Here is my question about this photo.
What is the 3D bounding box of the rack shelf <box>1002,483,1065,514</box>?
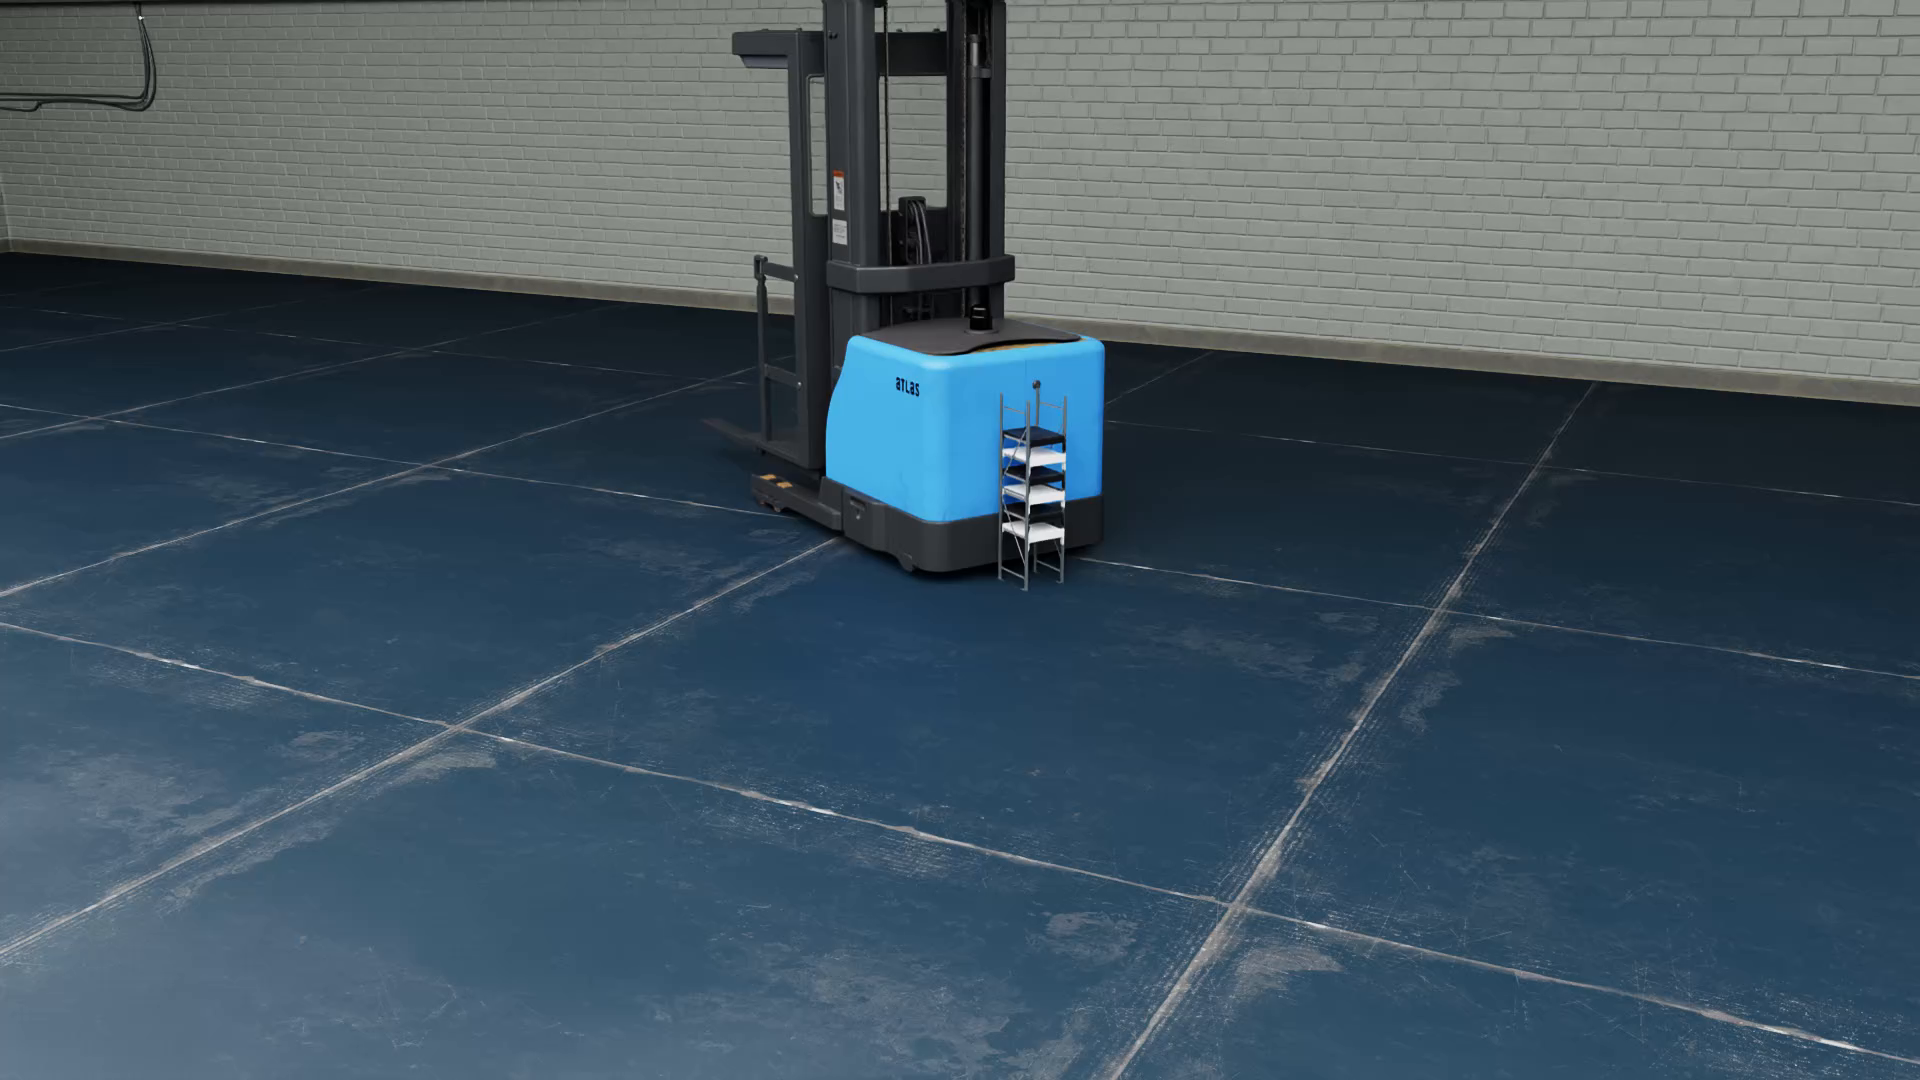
[{"bbox_3d":[0.334,-0.202,7.739,0.200,0.077,0.258,-10,20,-31],"label":"rack shelf"}]

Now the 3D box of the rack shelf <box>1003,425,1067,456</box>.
[{"bbox_3d":[0.335,-0.460,7.662,0.200,0.077,0.258,-10,20,-31],"label":"rack shelf"}]

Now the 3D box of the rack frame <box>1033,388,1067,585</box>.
[{"bbox_3d":[0.420,-0.249,7.782,0.006,0.900,0.240,-10,20,-31],"label":"rack frame"}]

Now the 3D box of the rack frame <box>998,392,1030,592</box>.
[{"bbox_3d":[0.249,-0.218,7.678,0.006,0.900,0.240,-10,20,-31],"label":"rack frame"}]

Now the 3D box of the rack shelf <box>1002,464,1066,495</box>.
[{"bbox_3d":[0.334,-0.288,7.714,0.200,0.077,0.258,-10,20,-31],"label":"rack shelf"}]

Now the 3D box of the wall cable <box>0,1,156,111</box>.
[{"bbox_3d":[-10.401,-6.188,19.007,3.097,2.526,0.112,8,18,25],"label":"wall cable"}]

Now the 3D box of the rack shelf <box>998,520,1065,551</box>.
[{"bbox_3d":[0.334,-0.029,7.791,0.200,0.077,0.258,-10,20,-31],"label":"rack shelf"}]

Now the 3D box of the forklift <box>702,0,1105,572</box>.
[{"bbox_3d":[-0.497,-1.618,8.823,1.130,2.935,3.031,-10,19,-31],"label":"forklift"}]

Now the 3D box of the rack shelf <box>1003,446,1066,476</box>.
[{"bbox_3d":[0.335,-0.374,7.688,0.200,0.077,0.258,-10,20,-31],"label":"rack shelf"}]

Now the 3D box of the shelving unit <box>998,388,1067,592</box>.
[{"bbox_3d":[0.334,-0.234,7.730,0.210,0.900,0.258,-10,20,-31],"label":"shelving unit"}]

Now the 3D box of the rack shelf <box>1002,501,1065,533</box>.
[{"bbox_3d":[0.334,-0.116,7.765,0.200,0.077,0.258,-10,20,-31],"label":"rack shelf"}]
